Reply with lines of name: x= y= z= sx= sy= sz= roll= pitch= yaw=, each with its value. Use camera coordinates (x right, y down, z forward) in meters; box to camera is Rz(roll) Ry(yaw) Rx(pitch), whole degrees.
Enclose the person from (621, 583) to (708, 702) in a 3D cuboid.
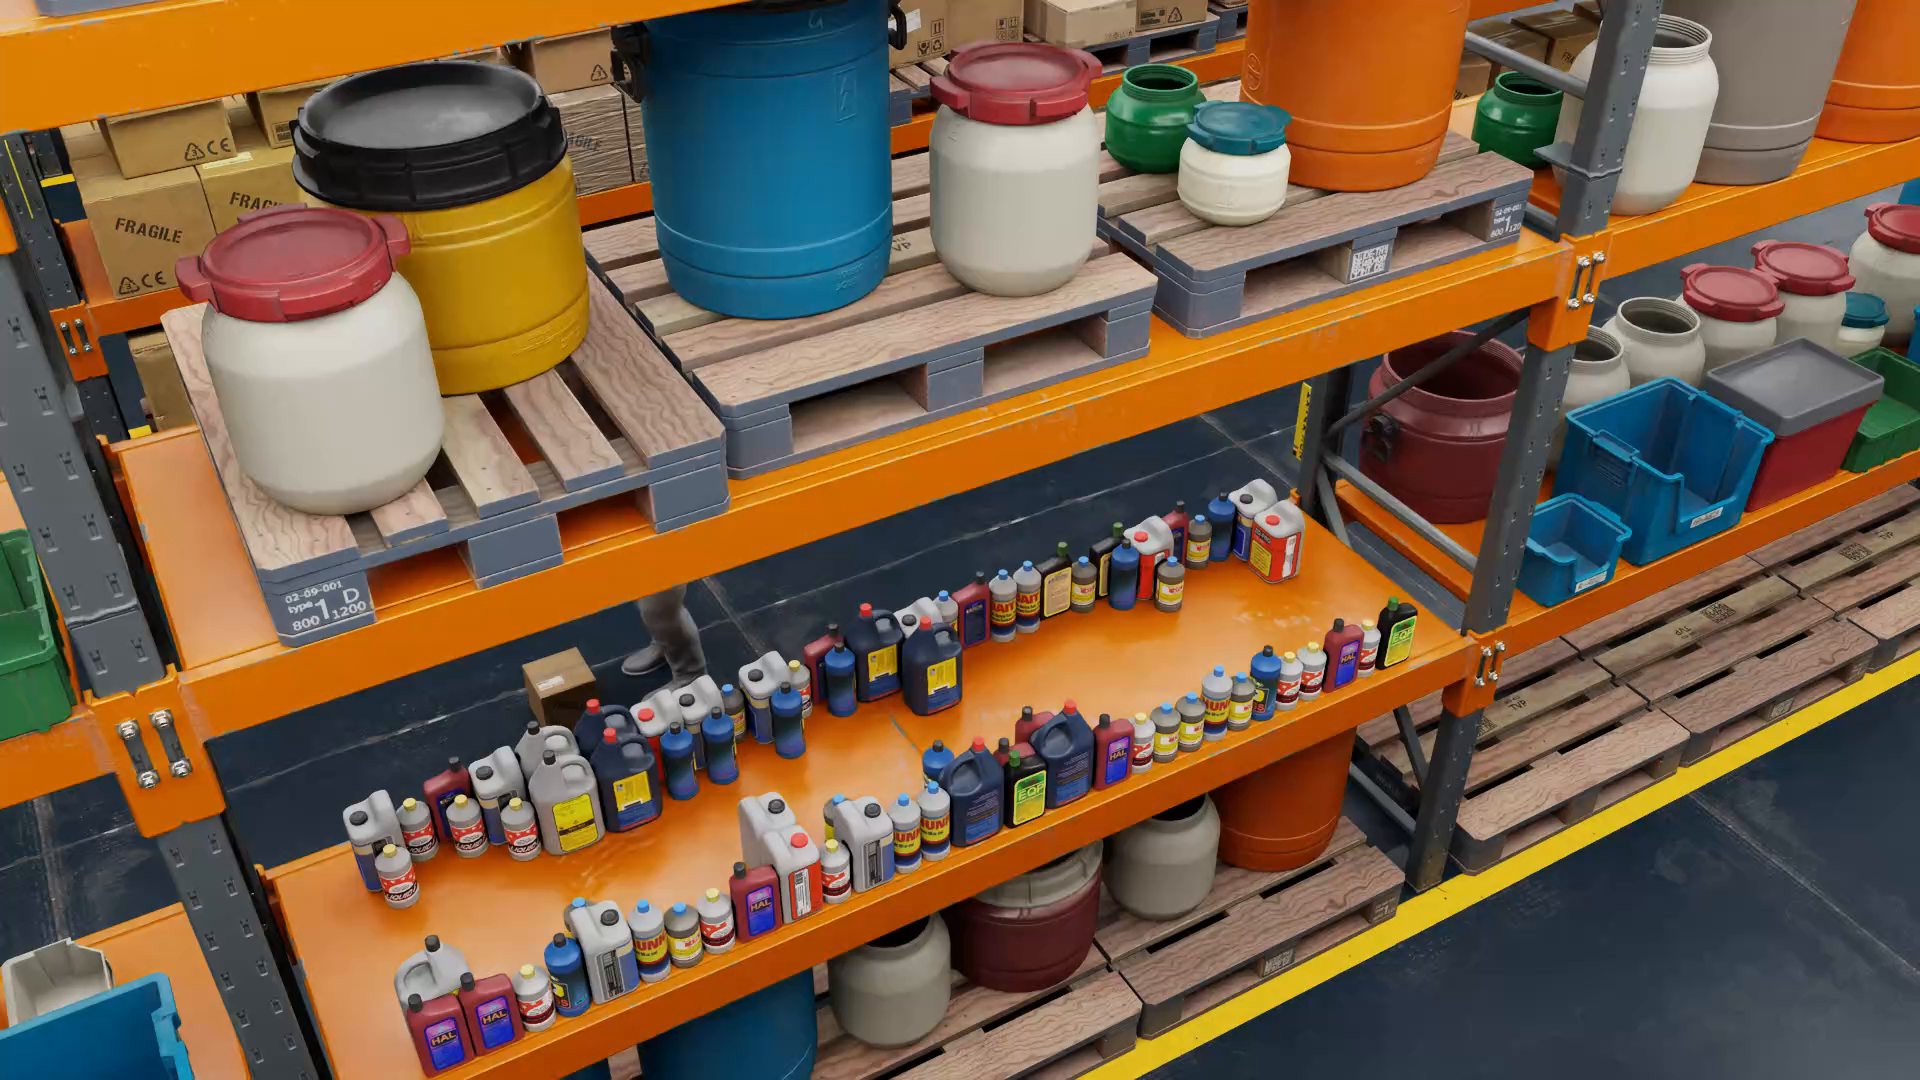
person: x=-1.304 y=-0.051 z=7.009 sx=0.391 sy=1.745 sz=0.530 roll=-18 pitch=40 yaw=-23
